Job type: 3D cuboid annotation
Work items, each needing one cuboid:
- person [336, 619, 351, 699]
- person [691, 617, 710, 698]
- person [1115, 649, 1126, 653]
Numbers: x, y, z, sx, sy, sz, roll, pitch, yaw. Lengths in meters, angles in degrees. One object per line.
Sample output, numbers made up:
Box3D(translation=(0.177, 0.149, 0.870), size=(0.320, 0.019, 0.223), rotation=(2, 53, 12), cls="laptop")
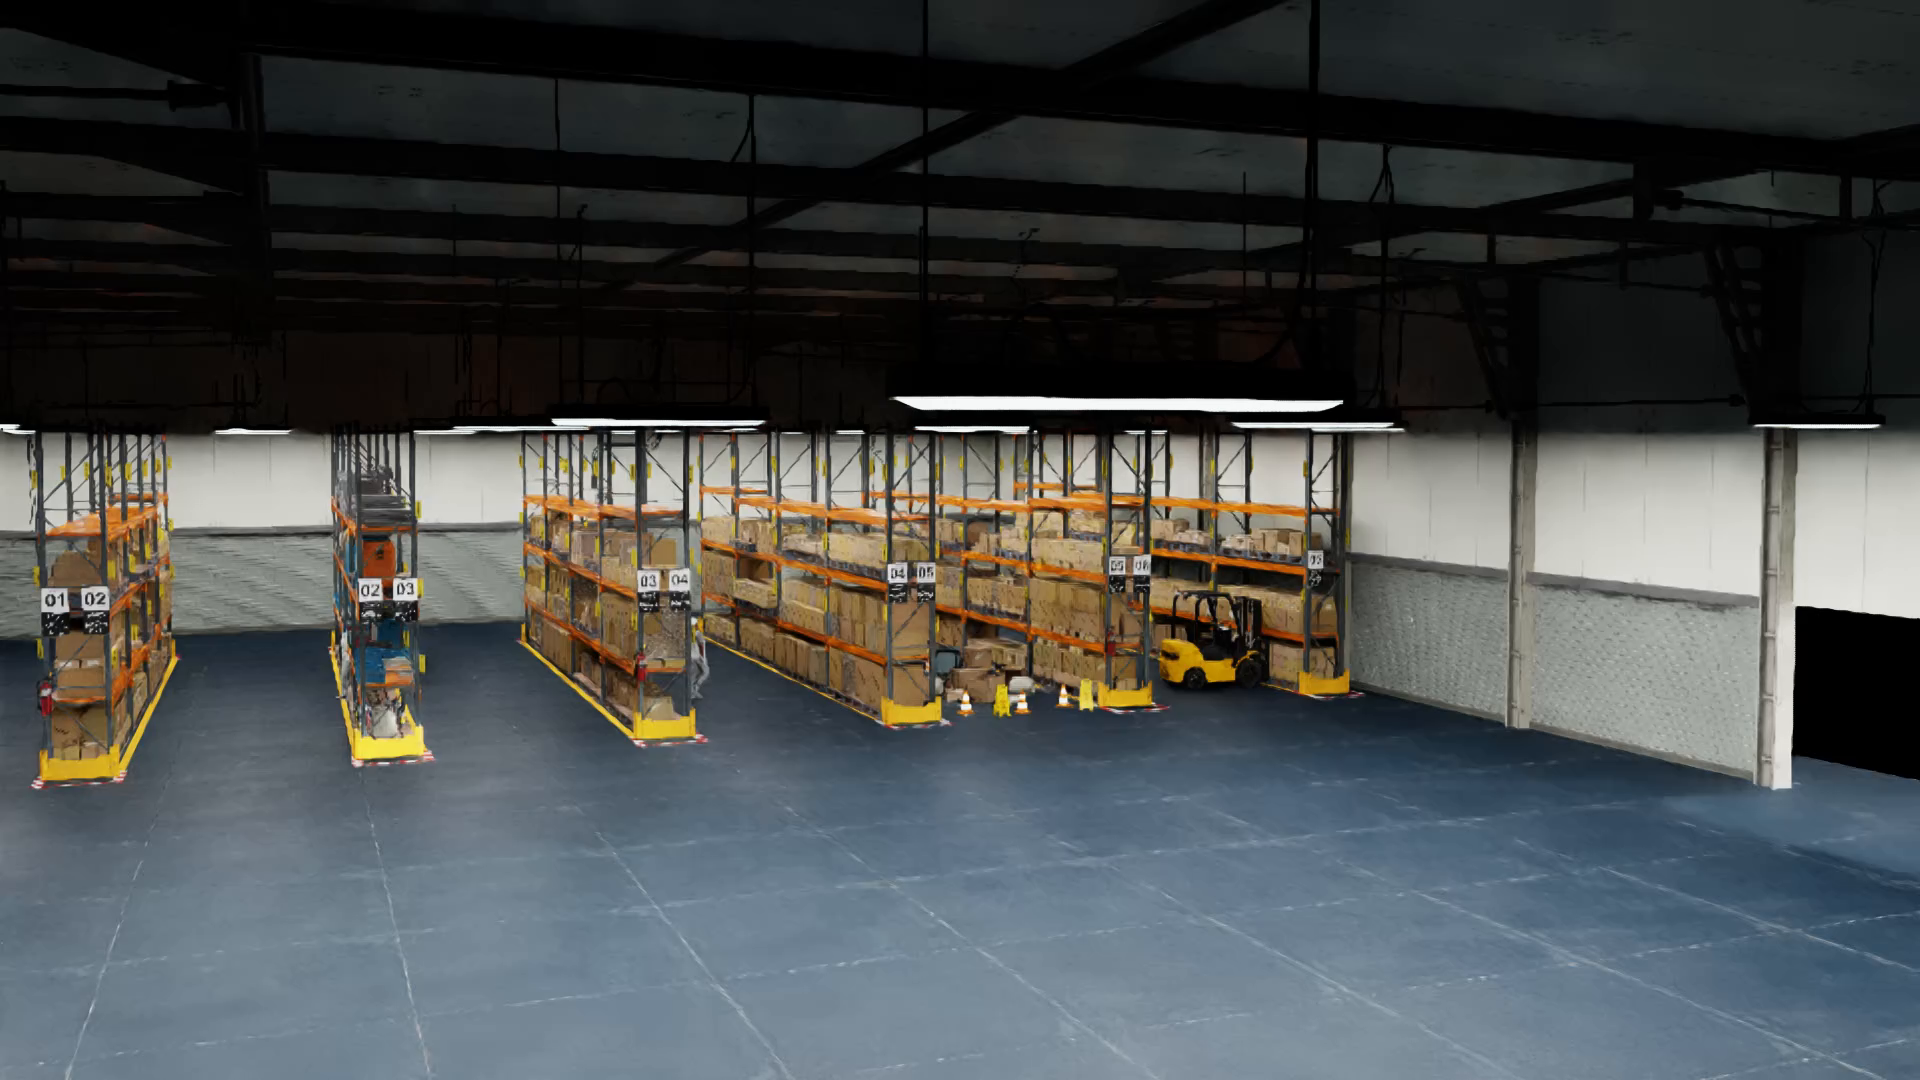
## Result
Box3D(translation=(-13.121, 2.553, 35.994), size=(0.585, 1.722, 0.985), rotation=(0, 4, 0), cls="person")
Box3D(translation=(-5.768, 2.565, 36.246), size=(0.604, 1.781, 0.444), rotation=(3, 5, 42), cls="person")
Box3D(translation=(3.726, 2.432, 39.141), size=(0.551, 1.664, 0.574), rotation=(1, 4, 11), cls="person")
